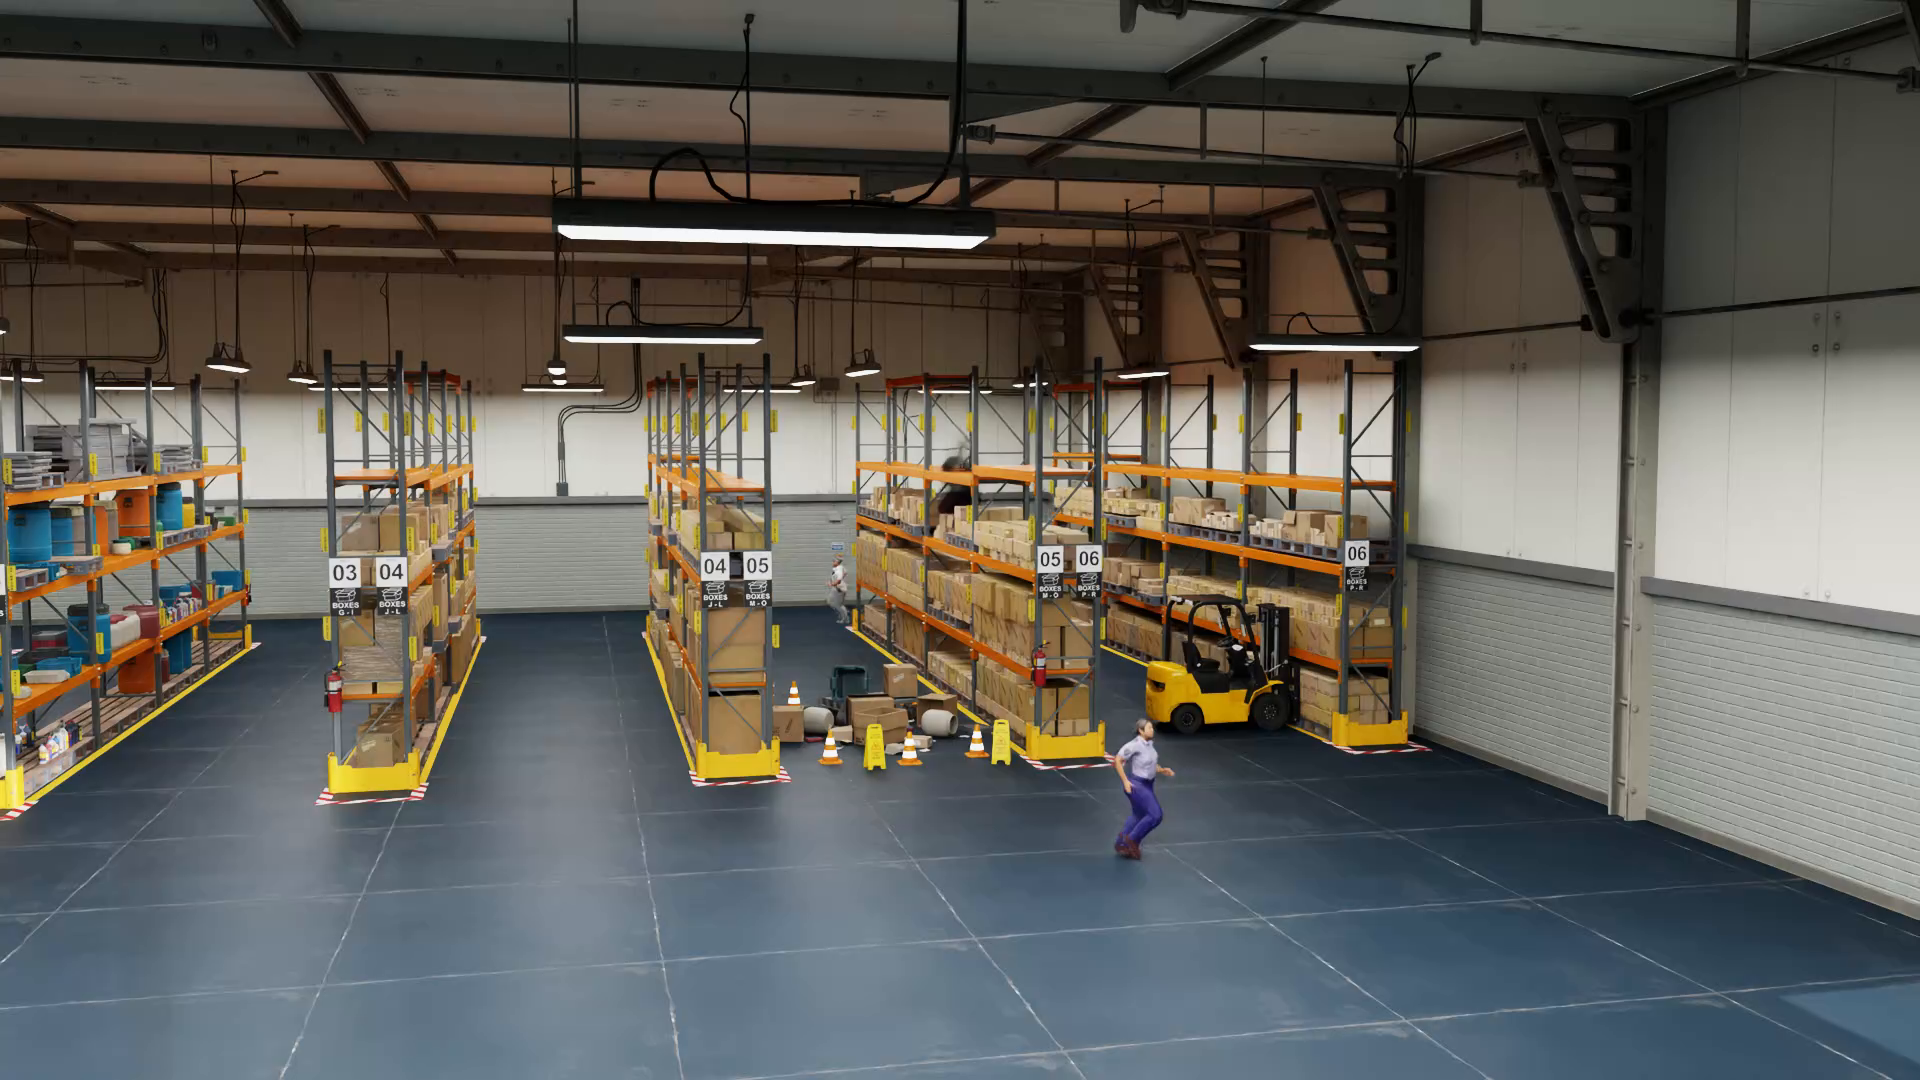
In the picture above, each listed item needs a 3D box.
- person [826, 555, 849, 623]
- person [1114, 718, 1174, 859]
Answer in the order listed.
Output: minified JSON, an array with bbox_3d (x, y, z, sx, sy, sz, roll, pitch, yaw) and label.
[{"bbox_3d":[-3.054,1.244,41.611,0.604,1.743,0.711,-1,4,-10],"label":"person"},{"bbox_3d":[2.106,2.861,19.142,0.721,1.601,0.576,2,4,25],"label":"person"}]
